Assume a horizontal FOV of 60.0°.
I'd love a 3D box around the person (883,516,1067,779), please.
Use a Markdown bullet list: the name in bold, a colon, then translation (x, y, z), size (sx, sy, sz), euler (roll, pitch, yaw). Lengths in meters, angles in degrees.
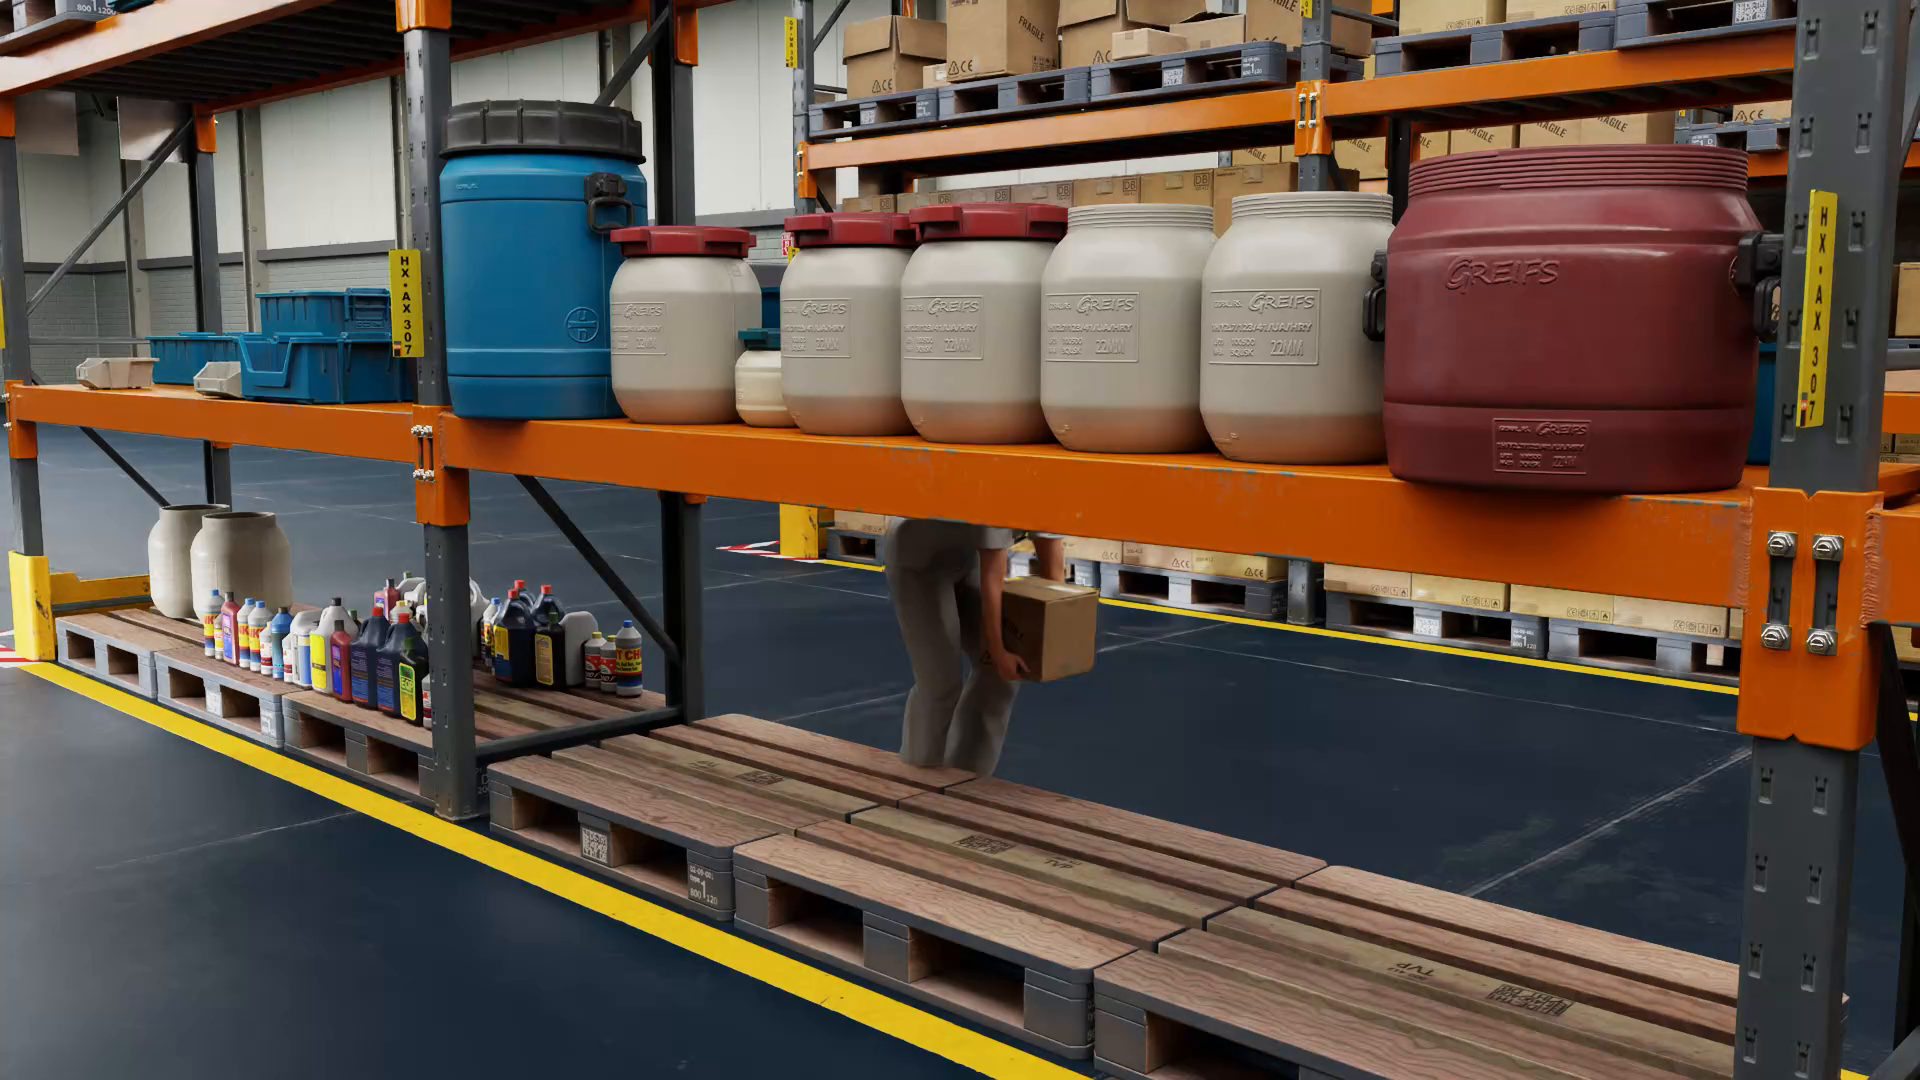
- **person**: translation (0.111, 0.239, 5.162), size (0.783, 1.356, 0.419), euler (6, 10, 42)
